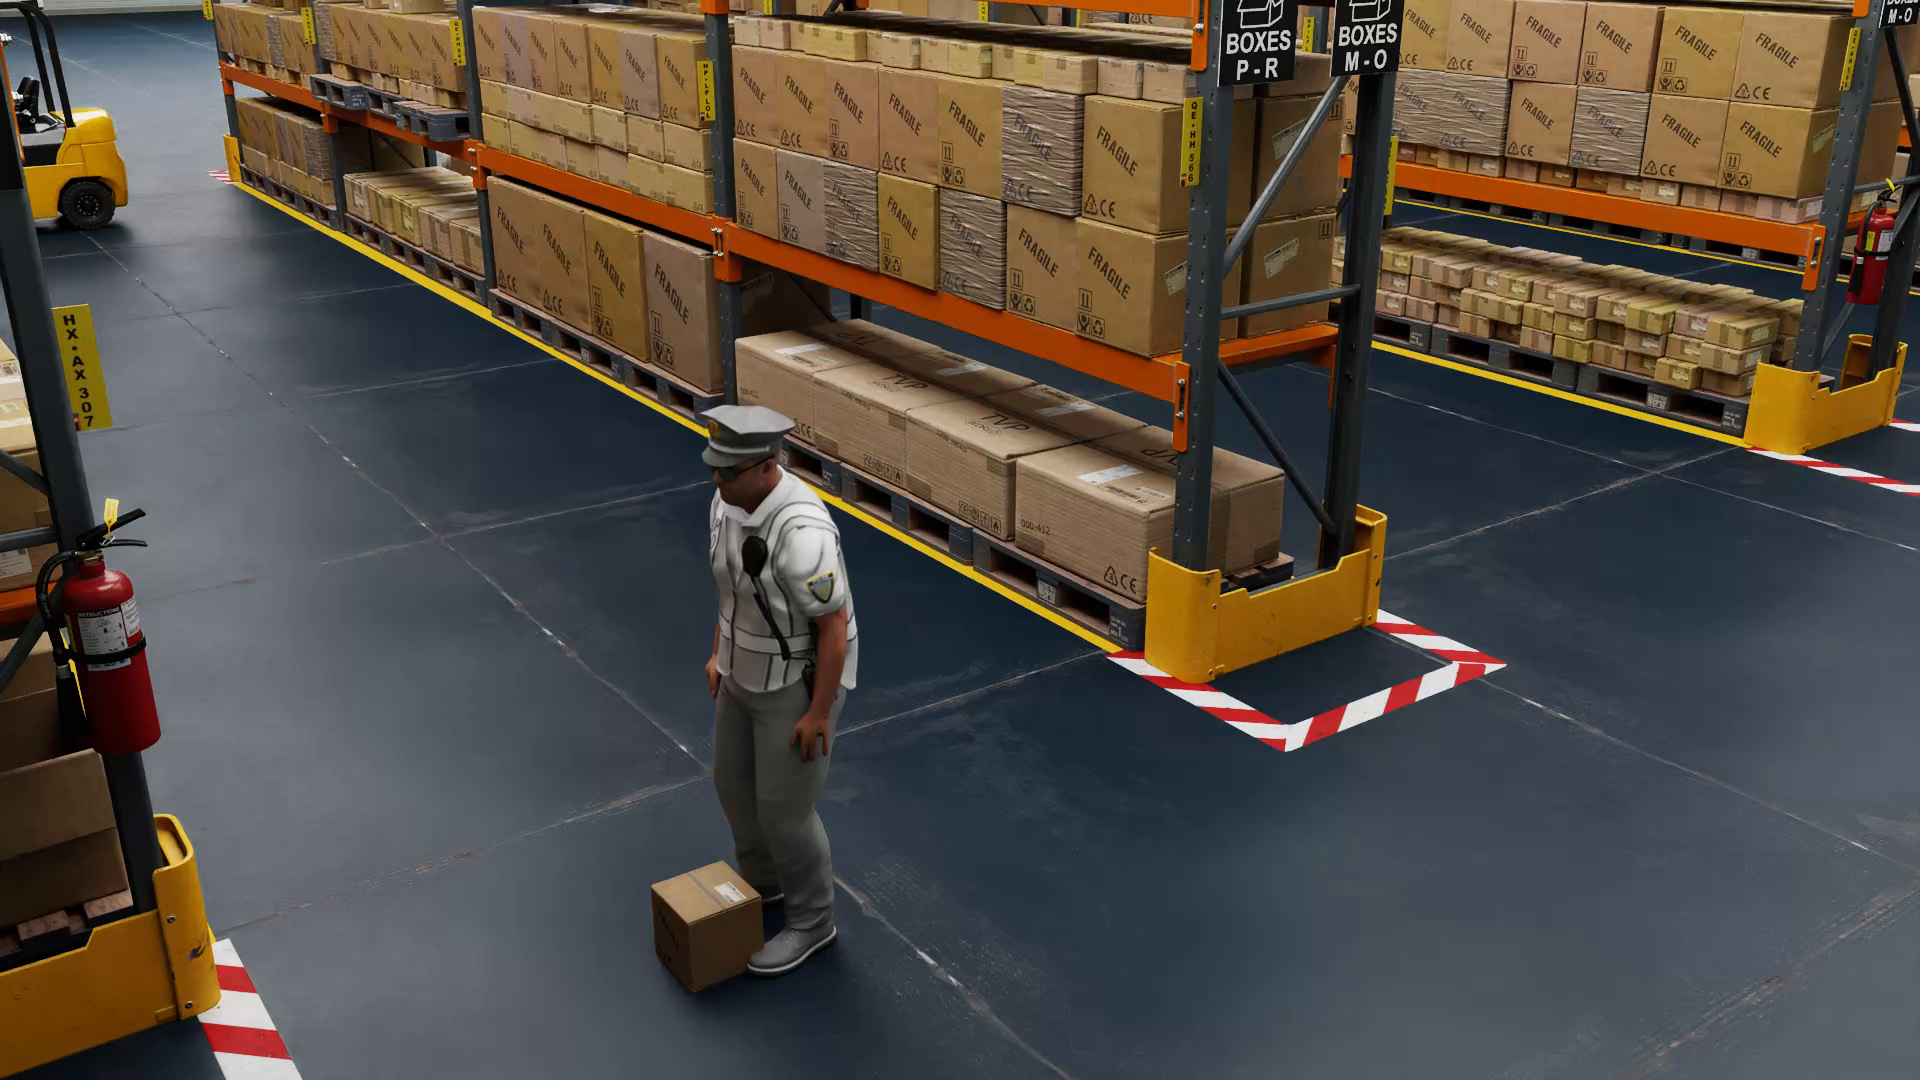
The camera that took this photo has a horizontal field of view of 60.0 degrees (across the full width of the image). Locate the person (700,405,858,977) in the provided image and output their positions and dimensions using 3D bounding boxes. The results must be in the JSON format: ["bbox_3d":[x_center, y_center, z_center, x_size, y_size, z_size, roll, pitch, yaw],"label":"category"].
[{"bbox_3d":[-0.555,0.424,4.982,0.449,1.747,0.596,-16,27,-36],"label":"person"}]
